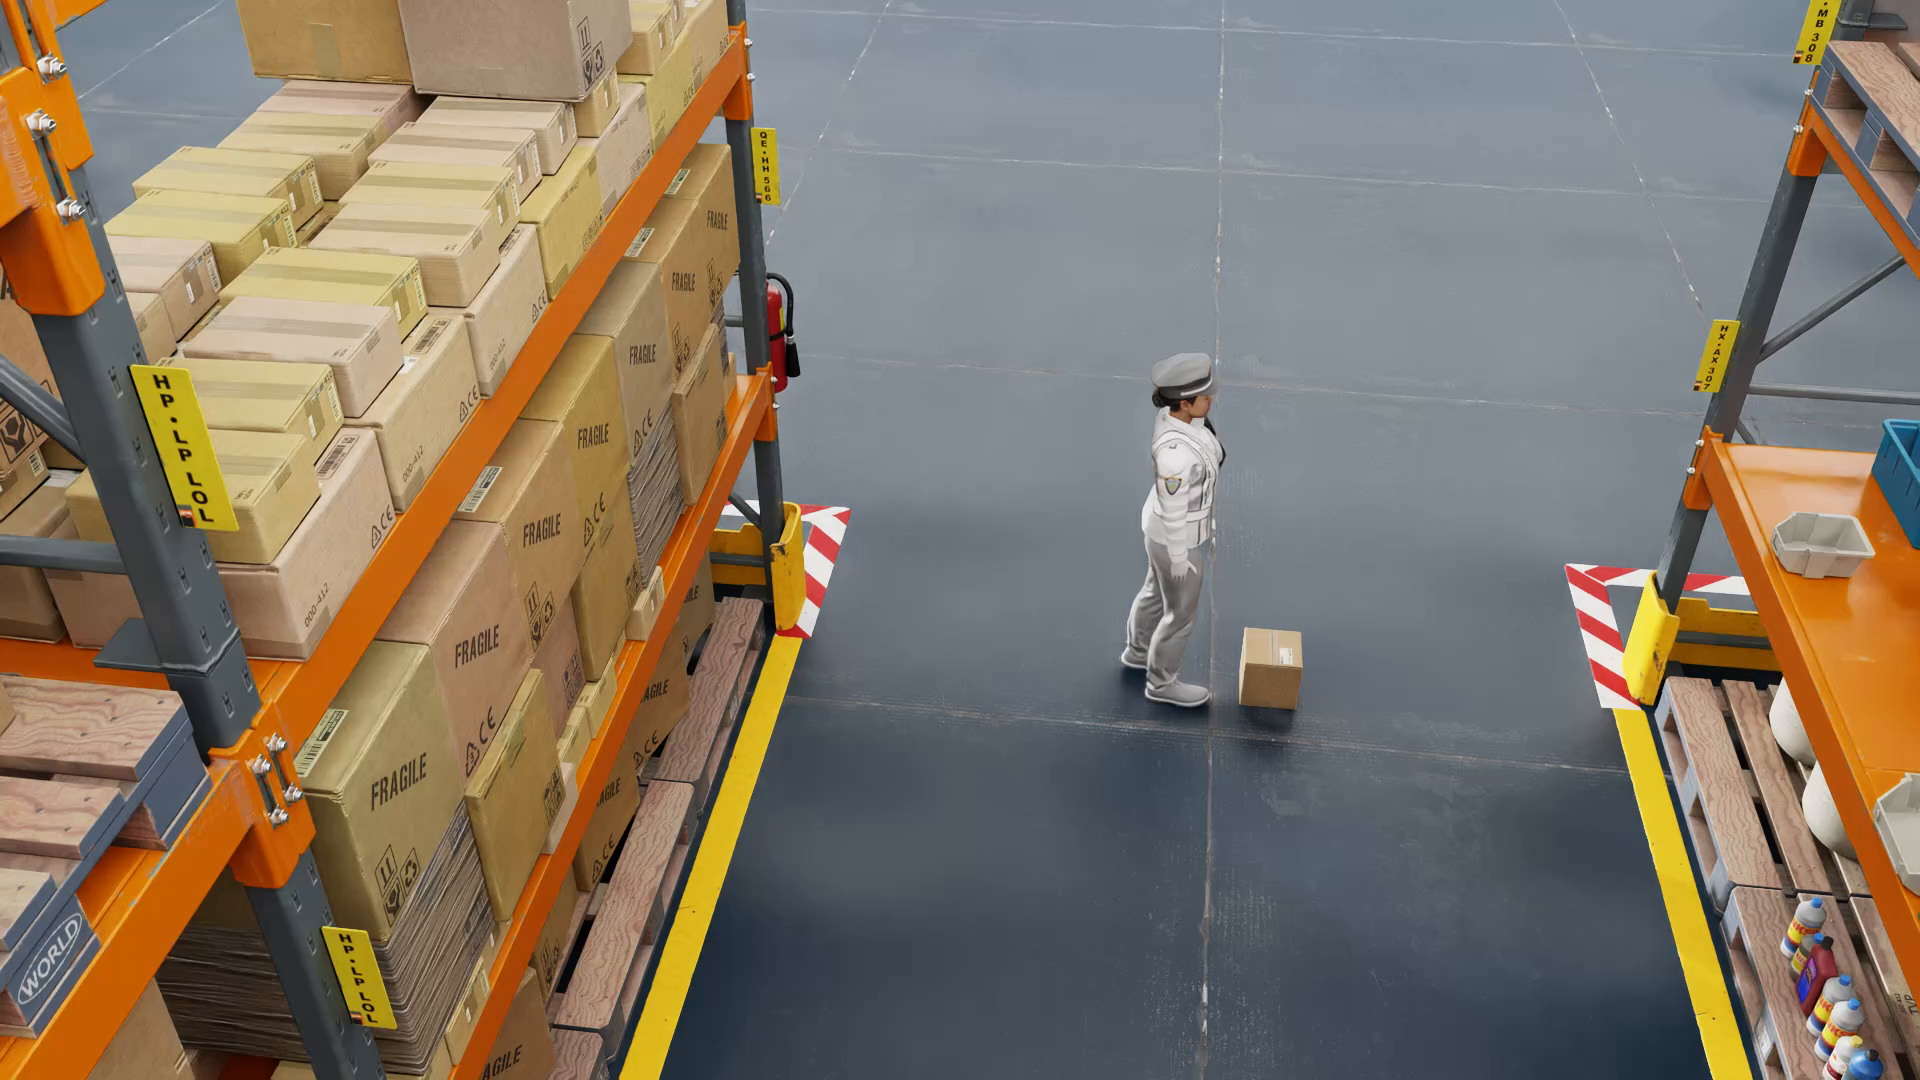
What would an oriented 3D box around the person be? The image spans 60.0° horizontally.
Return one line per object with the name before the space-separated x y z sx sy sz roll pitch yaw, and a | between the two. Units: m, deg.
person | 0.929 -0.034 7.080 0.343 1.692 0.465 5 37 7
